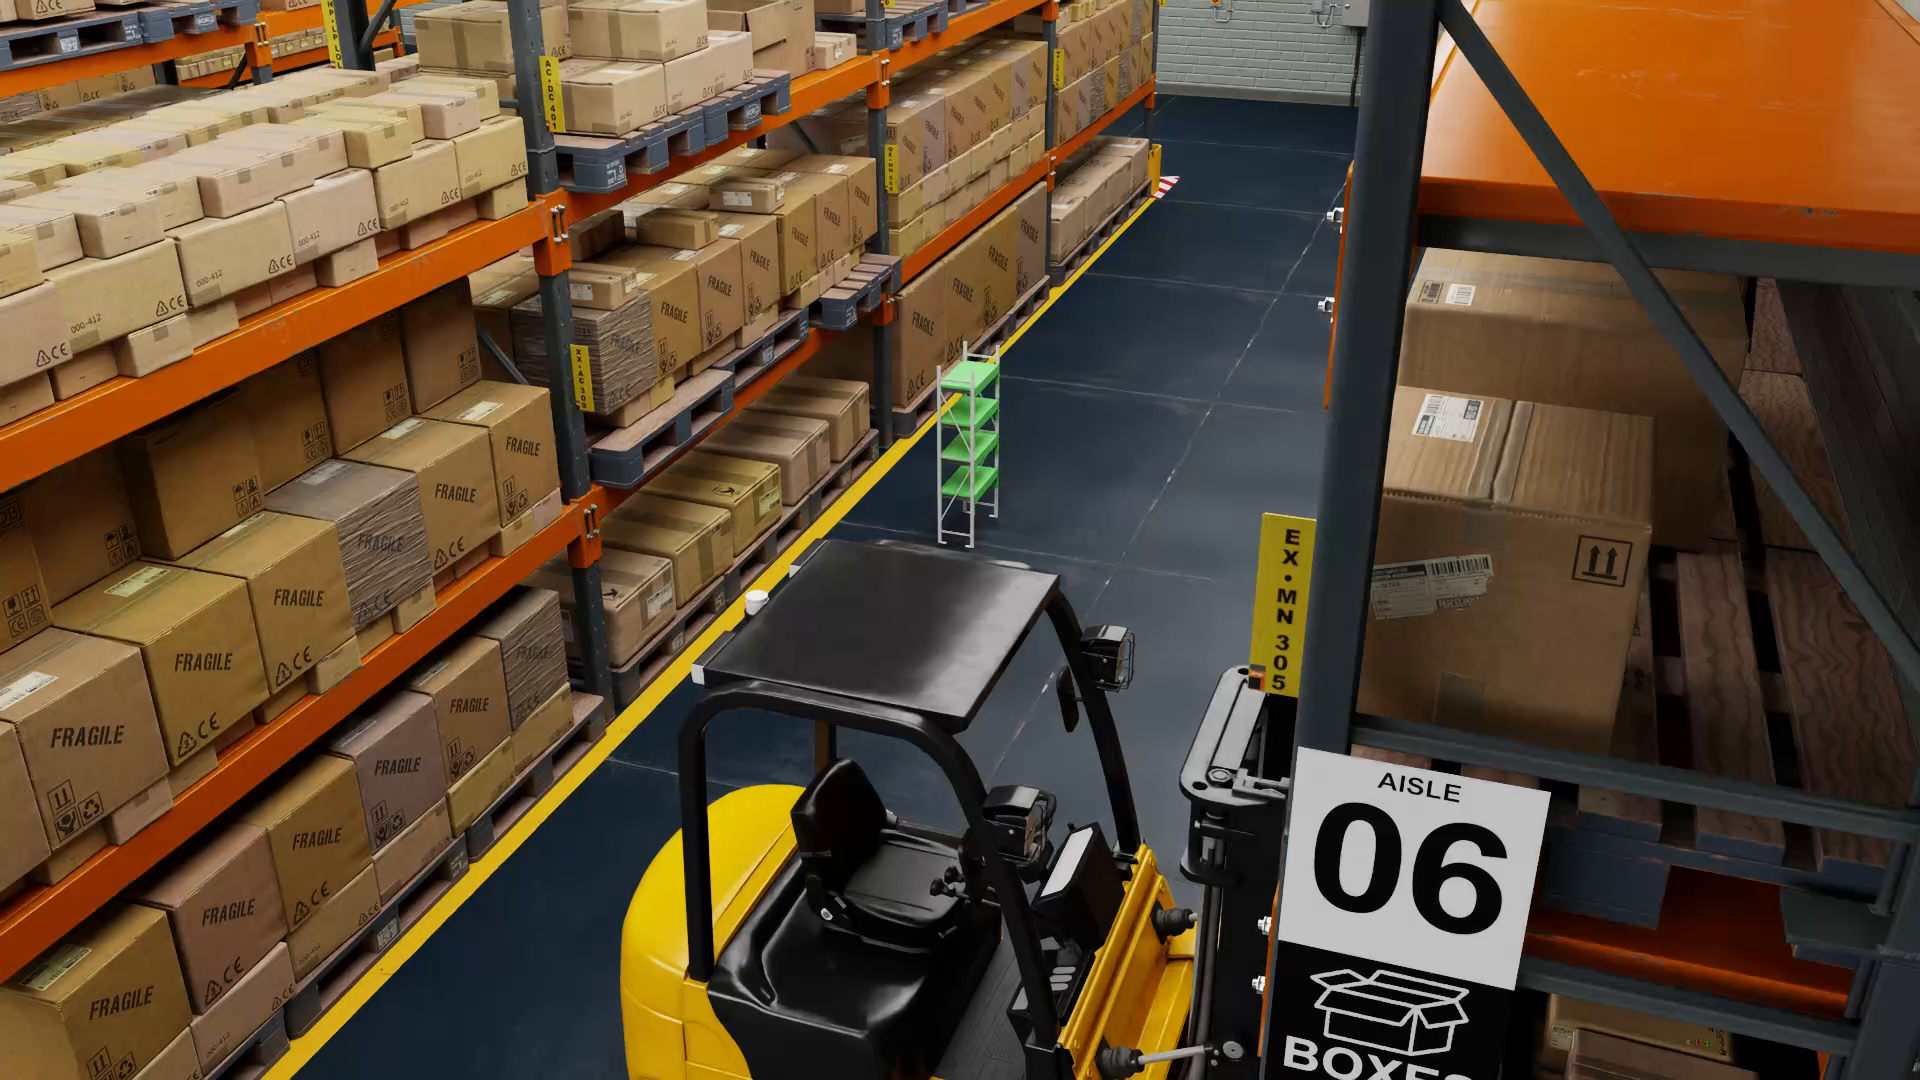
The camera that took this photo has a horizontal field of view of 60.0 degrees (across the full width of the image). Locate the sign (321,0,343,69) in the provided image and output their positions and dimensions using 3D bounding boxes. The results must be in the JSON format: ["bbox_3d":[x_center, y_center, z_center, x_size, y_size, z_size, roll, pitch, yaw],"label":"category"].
[{"bbox_3d":[-2.837,-2.294,7.558,0.100,0.325,0.005,9,27,17],"label":"sign"}]

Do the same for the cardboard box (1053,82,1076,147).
[{"bbox_3d":[0.752,-3.942,15.335,0.500,0.500,0.500,10,27,19],"label":"cardboard box"}]

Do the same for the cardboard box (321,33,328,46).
[{"bbox_3d":[-7.811,-6.096,20.186,0.380,0.149,0.250,8,27,16],"label":"cardboard box"}]

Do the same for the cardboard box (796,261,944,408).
[{"bbox_3d":[-0.674,-1.603,12.574,0.875,0.875,0.875,8,27,17],"label":"cardboard box"}]

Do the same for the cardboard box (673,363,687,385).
[{"bbox_3d":[-1.717,-0.941,9.057,0.380,0.149,0.250,11,28,21],"label":"cardboard box"}]

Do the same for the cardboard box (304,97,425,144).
[{"bbox_3d":[-2.398,-1.677,6.702,0.380,0.149,0.250,9,27,19],"label":"cardboard box"}]

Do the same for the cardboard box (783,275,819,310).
[{"bbox_3d":[-1.101,-1.557,10.331,0.380,0.149,0.250,9,27,18],"label":"cardboard box"}]

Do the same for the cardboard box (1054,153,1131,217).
[{"bbox_3d":[1.258,-3.759,17.529,0.875,0.438,0.875,9,27,19],"label":"cardboard box"}]

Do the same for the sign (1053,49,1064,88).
[{"bbox_3d":[0.864,-4.153,14.647,0.100,0.325,0.005,9,27,17],"label":"sign"}]

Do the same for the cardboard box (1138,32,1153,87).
[{"bbox_3d":[1.770,-5.194,17.921,0.500,0.500,0.500,9,27,18],"label":"cardboard box"}]

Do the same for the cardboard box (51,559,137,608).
[{"bbox_3d":[-3.382,0.337,6.155,0.500,0.500,0.500,9,27,17],"label":"cardboard box"}]

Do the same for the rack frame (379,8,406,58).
[{"bbox_3d":[-7.665,-6.823,21.400,1.000,3.000,0.127,9,27,17],"label":"rack frame"}]

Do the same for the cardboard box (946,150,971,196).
[{"bbox_3d":[-0.230,-2.843,12.779,0.500,0.250,0.500,9,27,17],"label":"cardboard box"}]

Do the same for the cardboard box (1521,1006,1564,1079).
[{"bbox_3d":[1.508,1.255,3.857,0.380,0.149,0.250,8,27,17],"label":"cardboard box"}]

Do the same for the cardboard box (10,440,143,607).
[{"bbox_3d":[-3.432,-0.113,5.937,0.700,0.500,0.500,8,27,17],"label":"cardboard box"}]

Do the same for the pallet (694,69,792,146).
[{"bbox_3d":[-1.665,-2.385,9.007,1.213,0.211,1.003,9,27,17],"label":"pallet"}]

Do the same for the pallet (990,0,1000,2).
[{"bbox_3d":[0.091,-4.622,13.632,0.805,0.209,1.217,8,27,15],"label":"pallet"}]

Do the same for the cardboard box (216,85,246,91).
[{"bbox_3d":[-8.701,-4.671,18.912,0.875,0.875,0.875,9,27,17],"label":"cardboard box"}]

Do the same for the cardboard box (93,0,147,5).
[{"bbox_3d":[-5.748,-3.845,11.314,0.500,0.311,0.500,9,27,17],"label":"cardboard box"}]

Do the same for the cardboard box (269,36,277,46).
[{"bbox_3d":[-8.255,-5.818,19.155,0.500,0.250,0.500,9,27,19],"label":"cardboard box"}]

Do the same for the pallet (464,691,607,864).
[{"bbox_3d":[-2.503,1.082,8.274,1.003,0.211,1.213,9,27,17],"label":"pallet"}]

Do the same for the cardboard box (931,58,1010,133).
[{"bbox_3d":[0.085,-3.598,13.477,0.500,0.500,0.500,10,27,19],"label":"cardboard box"}]

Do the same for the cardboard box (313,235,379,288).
[{"bbox_3d":[-2.486,-1.097,6.419,0.380,0.149,0.250,10,27,19],"label":"cardboard box"}]

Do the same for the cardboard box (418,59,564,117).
[{"bbox_3d":[-2.255,-2.187,8.073,0.500,0.250,0.500,8,27,16],"label":"cardboard box"}]

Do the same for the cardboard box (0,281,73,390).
[{"bbox_3d":[-3.049,-0.601,4.937,0.500,0.250,0.500,8,27,17],"label":"cardboard box"}]

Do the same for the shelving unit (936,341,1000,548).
[{"bbox_3d":[0.055,-0.608,10.629,0.258,1.200,0.503,9,27,17],"label":"shelving unit"}]

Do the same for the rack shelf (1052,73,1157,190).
[{"bbox_3d":[1.015,-4.240,16.891,1.077,0.370,4.000,9,27,17],"label":"rack shelf"}]

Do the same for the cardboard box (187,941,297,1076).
[{"bbox_3d":[-2.938,1.738,6.392,0.500,0.250,0.500,10,27,19],"label":"cardboard box"}]

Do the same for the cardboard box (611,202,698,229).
[{"bbox_3d":[-1.861,-1.676,9.832,0.500,0.500,0.500,8,27,15],"label":"cardboard box"}]

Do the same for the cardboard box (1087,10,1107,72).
[{"bbox_3d":[1.091,-4.813,15.987,0.500,0.500,0.500,9,27,18],"label":"cardboard box"}]

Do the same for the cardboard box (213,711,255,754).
[{"bbox_3d":[-2.887,0.664,6.226,0.380,0.149,0.250,10,27,19],"label":"cardboard box"}]

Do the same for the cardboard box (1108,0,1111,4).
[{"bbox_3d":[1.272,-5.359,16.369,0.380,0.149,0.250,10,27,19],"label":"cardboard box"}]

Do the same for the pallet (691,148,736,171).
[{"bbox_3d":[-3.350,-4.447,19.693,1.003,0.211,1.213,9,27,17],"label":"pallet"}]

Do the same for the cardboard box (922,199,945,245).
[{"bbox_3d":[-0.427,-2.409,12.455,0.500,0.250,0.500,8,27,16],"label":"cardboard box"}]

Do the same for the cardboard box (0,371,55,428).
[{"bbox_3d":[-3.045,-0.467,5.119,0.380,0.149,0.250,9,27,17],"label":"cardboard box"}]

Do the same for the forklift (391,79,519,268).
[{"bbox_3d":[-3.513,-2.115,11.754,3.031,2.935,1.130,-5,26,-10],"label":"forklift"}]

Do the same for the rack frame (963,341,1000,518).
[{"bbox_3d":[0.136,-0.708,10.836,0.240,1.200,0.015,9,27,17],"label":"rack frame"}]

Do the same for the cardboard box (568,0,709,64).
[{"bbox_3d":[-1.584,-2.539,8.227,0.500,0.250,0.500,8,27,16],"label":"cardboard box"}]

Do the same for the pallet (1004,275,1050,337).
[{"bbox_3d":[0.164,-2.159,14.967,1.003,0.211,1.213,9,27,17],"label":"pallet"}]

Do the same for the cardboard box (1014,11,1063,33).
[{"bbox_3d":[0.699,-4.621,14.846,0.380,0.149,0.250,8,27,17],"label":"cardboard box"}]

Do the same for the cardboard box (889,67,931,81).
[{"bbox_3d":[-0.547,-3.466,13.204,0.500,0.500,0.500,8,27,17],"label":"cardboard box"}]

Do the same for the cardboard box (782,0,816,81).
[{"bbox_3d":[-1.307,-3.105,10.165,0.700,0.500,0.500,9,27,17],"label":"cardboard box"}]

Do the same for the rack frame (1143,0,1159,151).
[{"bbox_3d":[1.680,-5.386,18.432,1.000,3.000,0.127,9,27,17],"label":"rack frame"}]

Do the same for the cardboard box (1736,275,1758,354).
[{"bbox_3d":[1.622,-0.581,4.352,0.797,0.503,0.637,10,27,19],"label":"cardboard box"}]

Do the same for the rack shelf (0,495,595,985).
[{"bbox_3d":[-2.978,0.691,6.706,1.077,0.370,4.000,9,27,17],"label":"rack shelf"}]

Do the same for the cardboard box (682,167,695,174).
[{"bbox_3d":[-3.254,-4.288,18.953,0.380,0.149,0.250,8,27,15],"label":"cardboard box"}]

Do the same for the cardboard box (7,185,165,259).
[{"bbox_3d":[-2.813,-1.026,5.359,0.380,0.149,0.250,10,27,19],"label":"cardboard box"}]

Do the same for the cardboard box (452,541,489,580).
[{"bbox_3d":[-2.369,0.034,7.525,0.380,0.149,0.250,9,27,18],"label":"cardboard box"}]

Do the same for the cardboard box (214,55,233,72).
[{"bbox_3d":[-8.409,-5.356,18.658,0.380,0.149,0.250,10,27,19],"label":"cardboard box"}]

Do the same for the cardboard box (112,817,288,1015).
[{"bbox_3d":[-2.937,1.384,6.263,0.500,0.500,0.500,8,27,16],"label":"cardboard box"}]

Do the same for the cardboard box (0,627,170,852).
[{"bbox_3d":[-3.055,0.643,5.524,0.500,0.500,0.500,10,27,19],"label":"cardboard box"}]

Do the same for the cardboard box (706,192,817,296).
[{"bbox_3d":[-1.199,-1.817,10.124,0.500,0.500,0.500,7,27,14],"label":"cardboard box"}]

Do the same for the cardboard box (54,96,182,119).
[{"bbox_3d":[-6.009,-2.879,11.991,0.700,0.500,0.500,8,27,17],"label":"cardboard box"}]

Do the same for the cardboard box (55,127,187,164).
[{"bbox_3d":[-3.107,-1.425,6.182,0.380,0.149,0.250,8,27,17],"label":"cardboard box"}]

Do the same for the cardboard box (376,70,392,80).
[{"bbox_3d":[-5.346,-4.135,14.973,0.380,0.149,0.250,10,28,19],"label":"cardboard box"}]

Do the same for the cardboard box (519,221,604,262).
[{"bbox_3d":[-2.155,-1.622,8.975,0.380,0.149,0.250,8,27,16],"label":"cardboard box"}]
